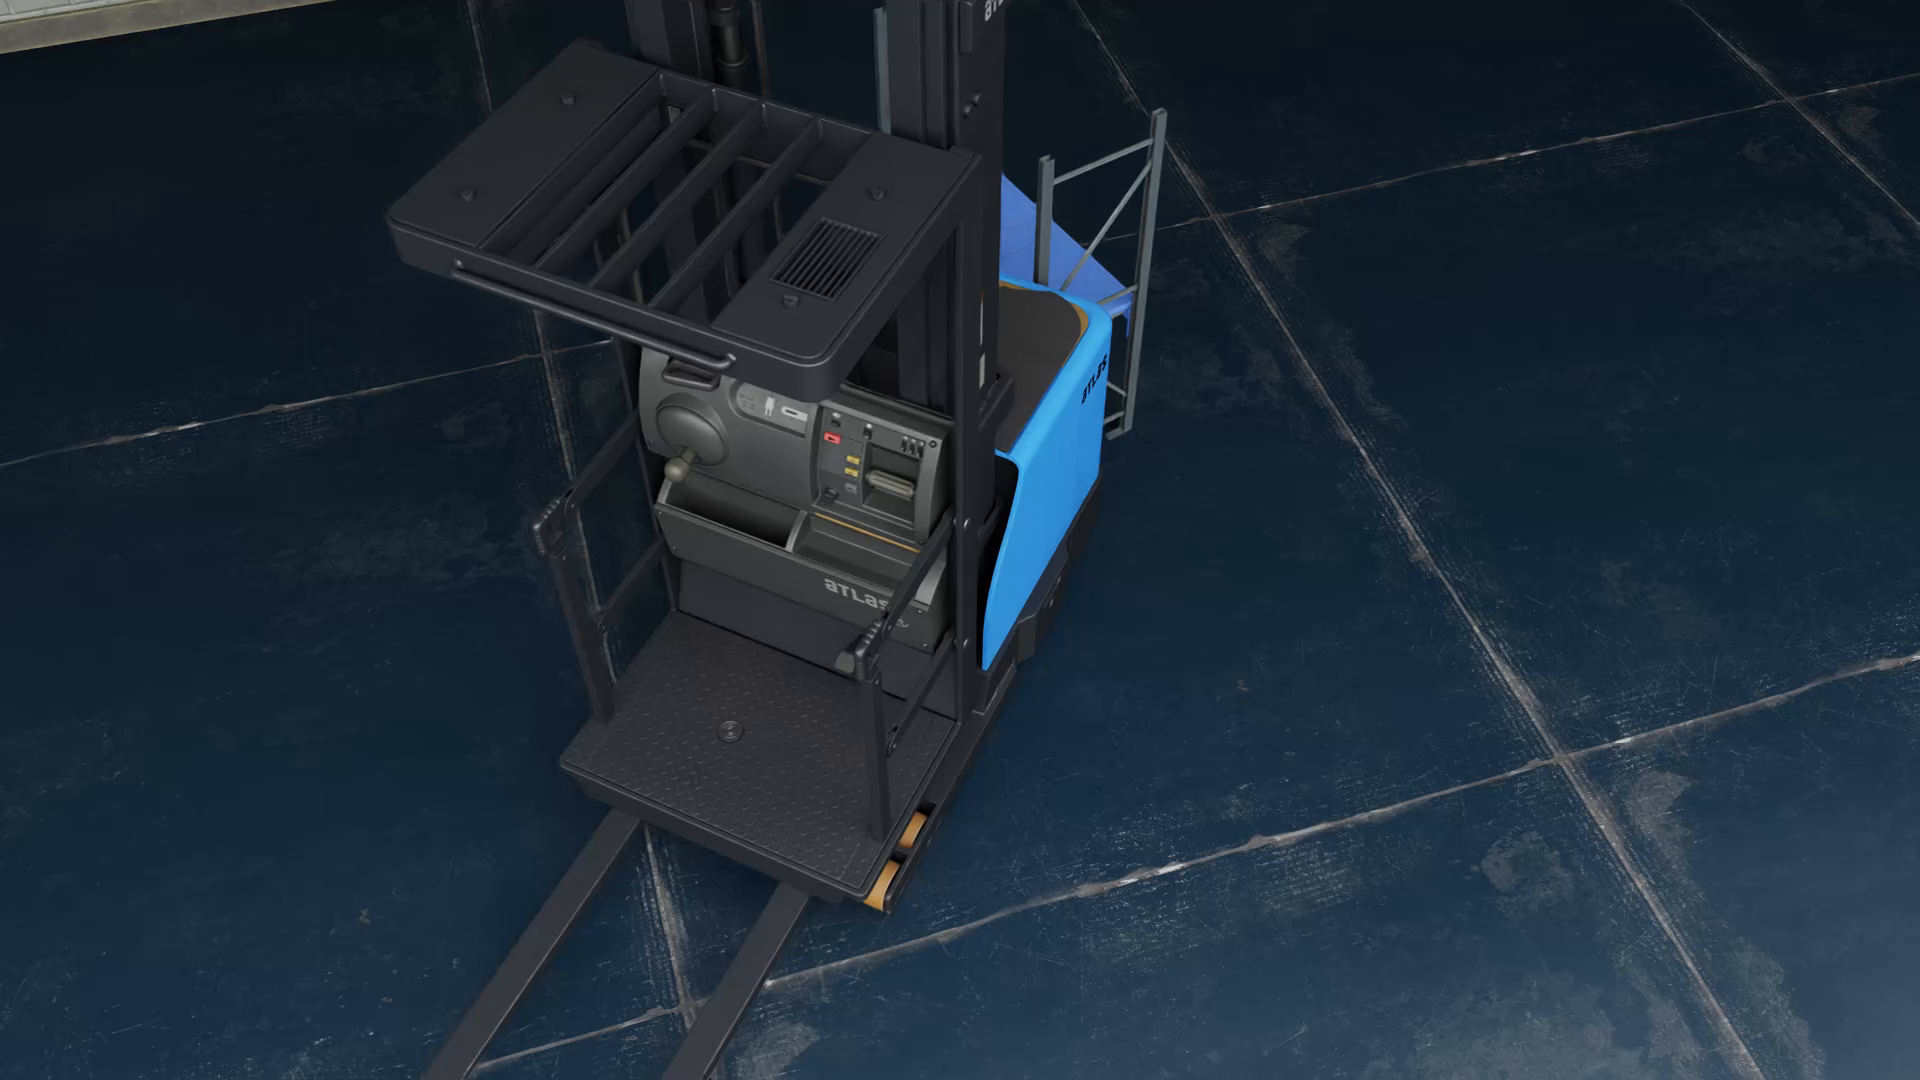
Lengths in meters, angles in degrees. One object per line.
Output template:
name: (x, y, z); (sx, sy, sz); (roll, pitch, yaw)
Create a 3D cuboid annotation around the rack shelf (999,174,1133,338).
rack shelf: (0.188, -1.039, 6.380); (0.538, 0.185, 1.000); (-27, 55, -21)

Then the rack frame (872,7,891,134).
rack frame: (-0.092, -1.480, 6.516); (0.500, 1.500, 0.032); (-27, 55, -21)

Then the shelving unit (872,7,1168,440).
shelving unit: (0.188, -1.155, 6.243); (0.538, 1.500, 1.048); (-27, 55, -21)

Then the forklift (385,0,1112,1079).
forklift: (-0.569, -0.167, 4.474); (1.130, 2.935, 3.031); (20, 53, 16)

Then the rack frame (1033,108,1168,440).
rack frame: (0.467, -0.831, 5.969); (0.500, 1.500, 0.032); (-27, 55, -21)
